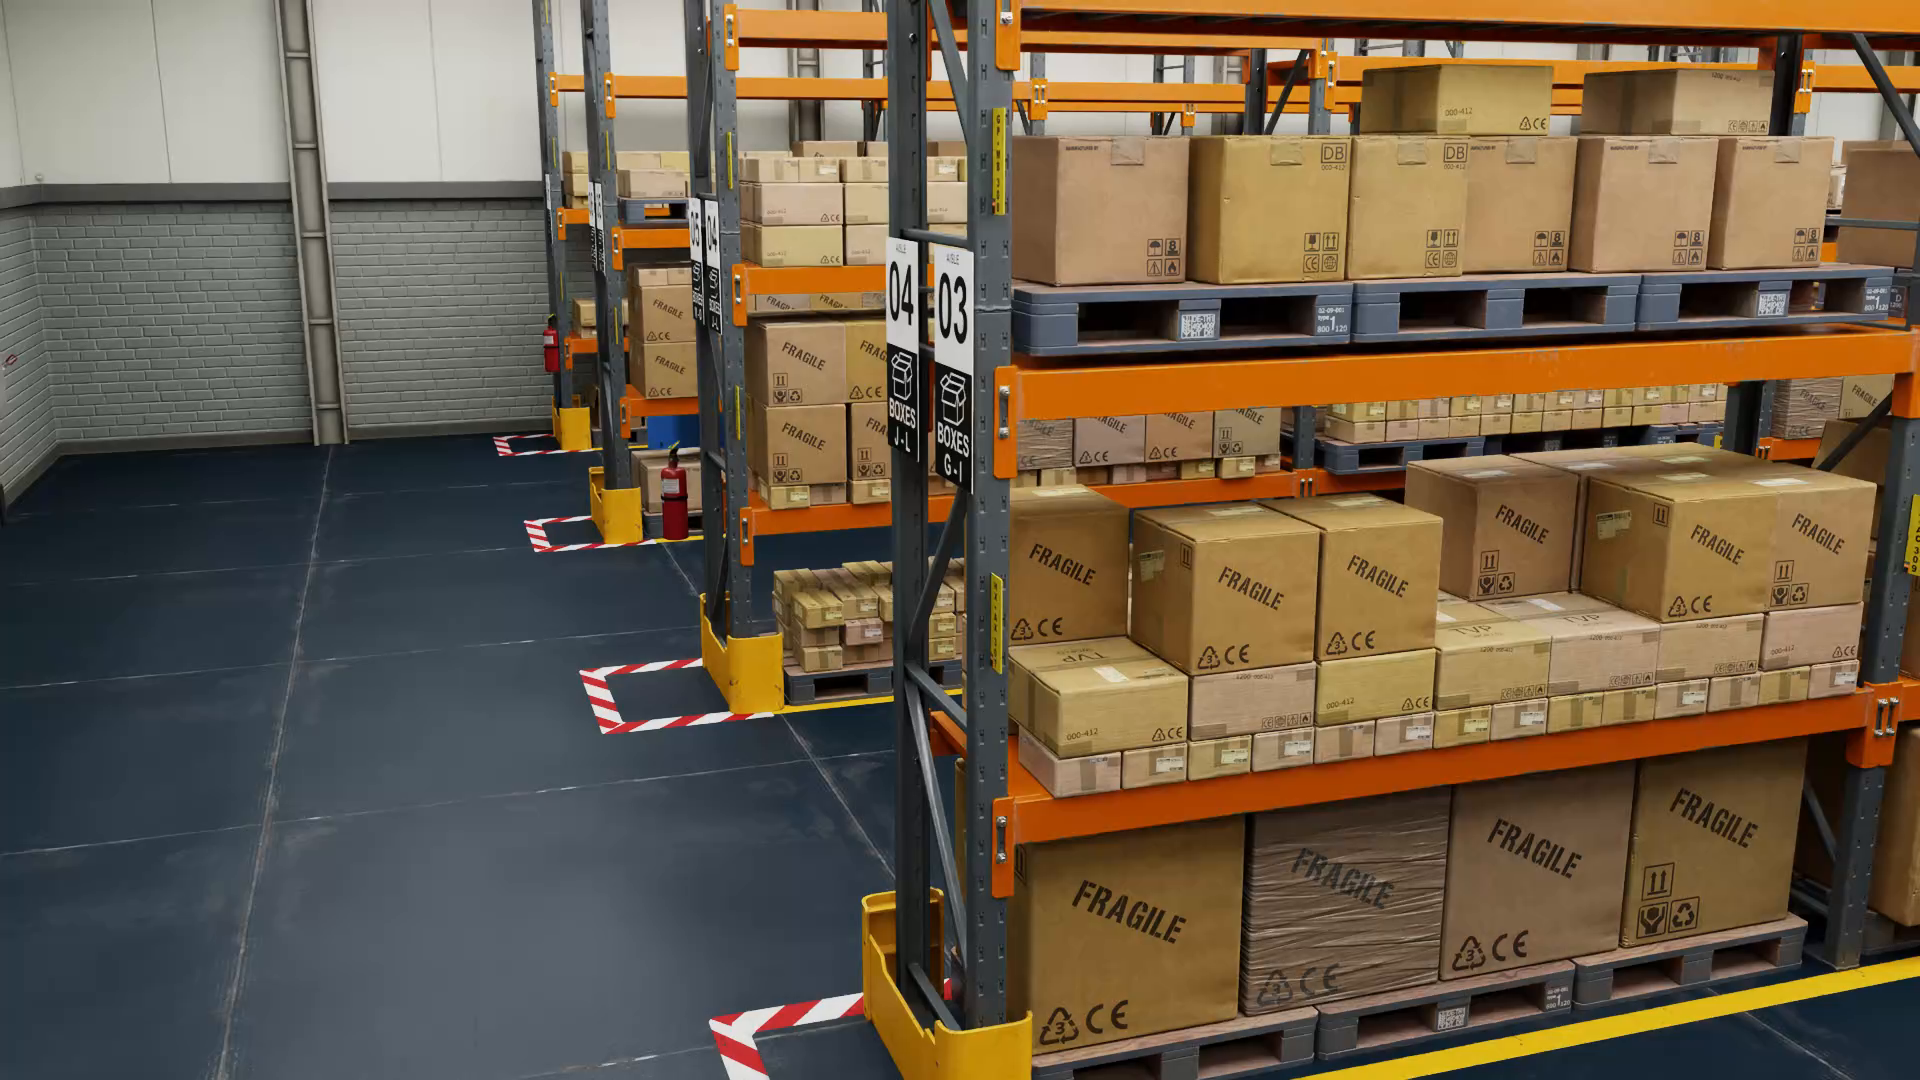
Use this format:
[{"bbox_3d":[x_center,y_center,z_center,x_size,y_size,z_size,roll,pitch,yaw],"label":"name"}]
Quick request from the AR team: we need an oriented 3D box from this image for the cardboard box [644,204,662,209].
[{"bbox_3d":[-3.663,-3.991,19.607,0.250,0.149,0.380,-4,14,-17],"label":"cardboard box"}]

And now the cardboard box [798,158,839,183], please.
[{"bbox_3d":[-0.909,-2.291,10.299,0.250,0.149,0.380,-4,14,-16],"label":"cardboard box"}]

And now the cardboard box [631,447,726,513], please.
[{"bbox_3d":[-2.617,-0.585,15.858,0.875,0.438,0.875,-5,14,-20],"label":"cardboard box"}]

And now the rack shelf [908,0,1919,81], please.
[{"bbox_3d":[1.846,-1.905,6.231,4.000,0.370,1.077,-4,14,-18],"label":"rack shelf"}]

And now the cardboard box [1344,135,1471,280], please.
[{"bbox_3d":[1.472,-1.258,6.236,0.500,0.500,0.700,-5,14,-22],"label":"cardboard box"}]

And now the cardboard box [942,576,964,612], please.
[{"bbox_3d":[0.046,0.358,11.229,0.250,0.149,0.380,-4,14,-16],"label":"cardboard box"}]

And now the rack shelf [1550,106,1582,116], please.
[{"bbox_3d":[8.472,-6.052,23.668,4.000,0.370,1.077,-4,14,-18],"label":"rack shelf"}]

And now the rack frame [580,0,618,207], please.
[{"bbox_3d":[-3.210,-4.475,14.619,0.127,3.000,1.000,-4,14,-18],"label":"rack frame"}]

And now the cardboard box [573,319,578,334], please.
[{"bbox_3d":[-4.569,-2.606,20.268,0.250,0.149,0.380,-5,14,-19],"label":"cardboard box"}]

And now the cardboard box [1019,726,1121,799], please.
[{"bbox_3d":[0.392,0.785,6.010,0.250,0.149,0.380,-4,14,-17],"label":"cardboard box"}]

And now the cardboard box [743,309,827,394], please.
[{"bbox_3d":[-1.181,-1.247,10.990,0.500,0.500,0.500,-5,14,-19],"label":"cardboard box"}]

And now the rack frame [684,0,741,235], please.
[{"bbox_3d":[-1.536,-3.397,10.086,0.127,3.000,1.000,-4,14,-18],"label":"rack frame"}]

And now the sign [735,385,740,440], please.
[{"bbox_3d":[-1.363,-0.781,10.179,0.005,0.325,0.100,-4,14,-18],"label":"sign"}]

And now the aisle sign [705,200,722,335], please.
[{"bbox_3d":[-1.509,-1.672,10.180,0.004,0.787,0.394,-4,14,-18],"label":"aisle sign"}]

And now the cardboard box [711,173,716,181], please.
[{"bbox_3d":[-2.842,-4.269,19.916,0.500,0.250,0.500,-5,14,-19],"label":"cardboard box"}]

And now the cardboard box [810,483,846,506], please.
[{"bbox_3d":[-0.896,-0.336,10.724,0.250,0.149,0.380,-4,14,-16],"label":"cardboard box"}]

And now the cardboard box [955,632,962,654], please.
[{"bbox_3d":[0.007,0.644,11.314,0.250,0.149,0.380,-4,14,-18],"label":"cardboard box"}]

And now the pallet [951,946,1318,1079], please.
[{"bbox_3d":[0.683,1.897,6.818,1.213,0.211,1.003,-4,14,-18],"label":"pallet"}]

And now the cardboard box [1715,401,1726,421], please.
[{"bbox_3d":[5.725,-1.014,12.666,0.250,0.149,0.380,-4,14,-17],"label":"cardboard box"}]

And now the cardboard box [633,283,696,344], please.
[{"bbox_3d":[-2.665,-2.065,15.072,0.500,0.500,0.500,-5,14,-19],"label":"cardboard box"}]

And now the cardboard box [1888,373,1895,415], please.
[{"bbox_3d":[7.517,-1.167,13.457,0.500,0.500,0.500,-4,14,-18],"label":"cardboard box"}]

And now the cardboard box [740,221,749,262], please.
[{"bbox_3d":[-1.189,-1.956,10.835,0.500,0.250,0.500,-5,14,-19],"label":"cardboard box"}]

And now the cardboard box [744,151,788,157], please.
[{"bbox_3d":[-2.369,-4.550,20.014,0.500,0.250,0.500,-4,14,-17],"label":"cardboard box"}]

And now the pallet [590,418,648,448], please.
[{"bbox_3d":[-3.970,-1.353,20.483,1.213,0.211,1.003,-4,14,-18],"label":"pallet"}]

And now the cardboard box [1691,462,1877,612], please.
[{"bbox_3d":[3.391,-0.023,6.923,0.500,0.500,0.500,-4,14,-16],"label":"cardboard box"}]

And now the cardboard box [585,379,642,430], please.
[{"bbox_3d":[-4.187,-1.659,20.231,0.637,0.503,0.797,-5,14,-20],"label":"cardboard box"}]

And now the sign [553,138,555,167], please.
[{"bbox_3d":[-4.624,-4.411,18.940,0.005,0.325,0.100,-4,14,-18],"label":"sign"}]

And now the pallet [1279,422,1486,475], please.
[{"bbox_3d":[3.026,-0.705,12.146,1.213,0.211,1.003,-4,14,-18],"label":"pallet"}]

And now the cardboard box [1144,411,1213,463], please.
[{"bbox_3d":[1.394,-0.831,11.404,0.500,0.500,0.500,-5,14,-20],"label":"cardboard box"}]

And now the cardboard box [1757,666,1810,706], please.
[{"bbox_3d":[3.312,0.557,6.968,0.250,0.149,0.380,-4,14,-17],"label":"cardboard box"}]

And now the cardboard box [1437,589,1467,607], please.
[{"bbox_3d":[1.781,0.337,7.034,0.500,0.250,0.500,-4,14,-18],"label":"cardboard box"}]

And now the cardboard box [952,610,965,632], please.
[{"bbox_3d":[0.023,0.496,11.293,0.250,0.149,0.380,-5,14,-21],"label":"cardboard box"}]

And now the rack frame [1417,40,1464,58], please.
[{"bbox_3d":[6.576,-6.449,22.917,0.127,3.000,1.000,-4,14,-18],"label":"rack frame"}]

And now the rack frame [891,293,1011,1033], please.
[{"bbox_3d":[-0.050,0.617,6.175,0.127,3.000,1.000,-4,14,-18],"label":"rack frame"}]

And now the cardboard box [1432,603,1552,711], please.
[{"bbox_3d":[1.952,0.453,6.545,0.500,0.250,0.500,-5,14,-19],"label":"cardboard box"}]

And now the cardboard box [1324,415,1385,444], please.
[{"bbox_3d":[2.775,-0.784,11.700,0.250,0.149,0.380,-5,14,-21],"label":"cardboard box"}]

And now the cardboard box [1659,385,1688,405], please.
[{"bbox_3d":[5.222,-1.119,12.467,0.250,0.149,0.380,-4,14,-17],"label":"cardboard box"}]

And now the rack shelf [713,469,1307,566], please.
[{"bbox_3d":[0.360,-0.276,11.484,4.000,0.370,1.077,-4,14,-18],"label":"rack shelf"}]

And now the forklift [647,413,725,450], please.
[{"bbox_3d":[-1.796,-2.109,17.784,3.031,2.935,1.130,-7,15,-27],"label":"forklift"}]

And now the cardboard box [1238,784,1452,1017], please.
[{"bbox_3d":[1.394,1.314,6.927,0.875,0.875,0.875,-4,14,-18],"label":"cardboard box"}]

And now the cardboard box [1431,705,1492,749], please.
[{"bbox_3d":[1.849,0.671,6.489,0.250,0.149,0.380,-5,14,-19],"label":"cardboard box"}]

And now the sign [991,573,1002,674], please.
[{"bbox_3d":[0.122,0.279,5.552,0.005,0.325,0.100,-4,14,-18],"label":"sign"}]

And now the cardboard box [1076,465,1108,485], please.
[{"bbox_3d":[0.819,-0.482,11.338,0.250,0.149,0.380,-5,14,-19],"label":"cardboard box"}]

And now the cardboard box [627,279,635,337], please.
[{"bbox_3d":[-2.829,-2.180,15.555,0.500,0.500,0.500,-4,14,-16],"label":"cardboard box"}]

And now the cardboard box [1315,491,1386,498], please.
[{"bbox_3d":[2.881,-0.237,12.639,0.500,0.250,0.500,-5,14,-20],"label":"cardboard box"}]

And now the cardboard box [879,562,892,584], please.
[{"bbox_3d":[-0.388,0.262,11.635,0.250,0.149,0.380,-5,14,-20],"label":"cardboard box"}]

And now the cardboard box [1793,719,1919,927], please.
[{"bbox_3d":[4.342,1.099,7.831,0.875,0.875,1.225,-4,14,-18],"label":"cardboard box"}]

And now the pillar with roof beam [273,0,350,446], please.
[{"bbox_3d":[-6.267,-4.618,15.219,0.400,9.000,9.100,-4,14,-18],"label":"pillar with roof beam"}]

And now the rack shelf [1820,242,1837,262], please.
[{"bbox_3d":[7.942,-2.326,13.619,4.000,0.370,1.077,-4,14,-18],"label":"rack shelf"}]

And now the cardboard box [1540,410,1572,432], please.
[{"bbox_3d":[4.251,-0.900,12.185,0.250,0.149,0.380,-5,14,-21],"label":"cardboard box"}]

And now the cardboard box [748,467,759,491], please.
[{"bbox_3d":[-1.317,-0.442,11.171,0.250,0.149,0.380,-4,14,-18],"label":"cardboard box"}]

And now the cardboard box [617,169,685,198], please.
[{"bbox_3d":[-2.813,-3.249,15.145,0.500,0.250,0.500,-6,15,-23],"label":"cardboard box"}]

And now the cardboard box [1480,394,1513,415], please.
[{"bbox_3d":[3.766,-1.007,11.995,0.250,0.149,0.380,-4,14,-16],"label":"cardboard box"}]
